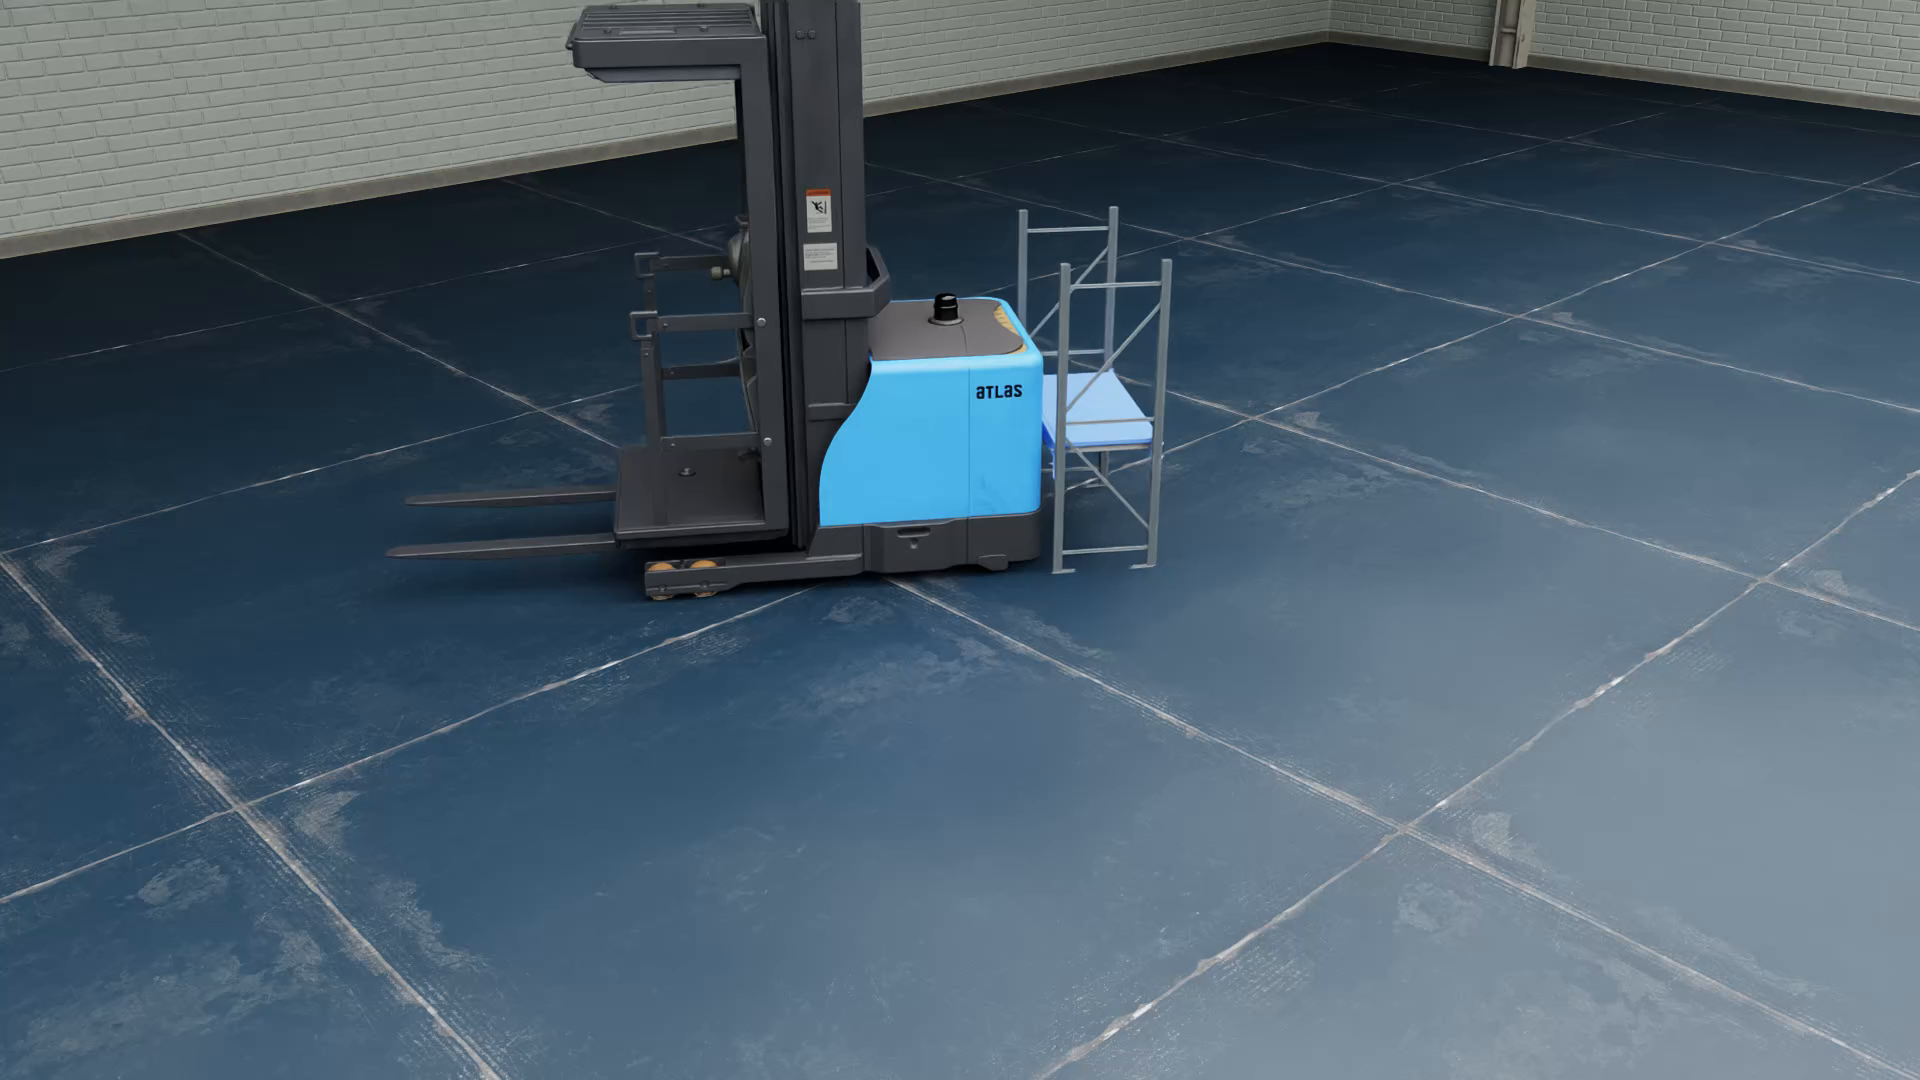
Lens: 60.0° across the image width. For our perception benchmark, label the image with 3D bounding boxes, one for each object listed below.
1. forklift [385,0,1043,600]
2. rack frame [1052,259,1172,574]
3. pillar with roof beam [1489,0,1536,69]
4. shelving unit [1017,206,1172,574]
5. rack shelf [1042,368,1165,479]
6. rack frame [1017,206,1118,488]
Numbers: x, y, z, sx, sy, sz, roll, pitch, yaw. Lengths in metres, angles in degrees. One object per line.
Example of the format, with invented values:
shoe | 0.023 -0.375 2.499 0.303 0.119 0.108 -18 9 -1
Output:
forklift | -1.170 -1.294 7.554 3.031 2.935 1.130 -4 25 -8
rack frame | 0.687 -0.541 7.628 0.500 1.500 0.032 -4 25 -8
pillar with roof beam | 4.110 -9.149 17.464 9.100 9.000 0.400 -21 32 -38
shelving unit | 0.612 -0.750 8.086 0.538 1.500 1.048 -4 25 -8
rack shelf | 0.612 -0.586 8.160 0.538 0.185 1.000 -4 25 -8
rack frame | 0.536 -0.958 8.543 0.500 1.500 0.032 -4 25 -8
